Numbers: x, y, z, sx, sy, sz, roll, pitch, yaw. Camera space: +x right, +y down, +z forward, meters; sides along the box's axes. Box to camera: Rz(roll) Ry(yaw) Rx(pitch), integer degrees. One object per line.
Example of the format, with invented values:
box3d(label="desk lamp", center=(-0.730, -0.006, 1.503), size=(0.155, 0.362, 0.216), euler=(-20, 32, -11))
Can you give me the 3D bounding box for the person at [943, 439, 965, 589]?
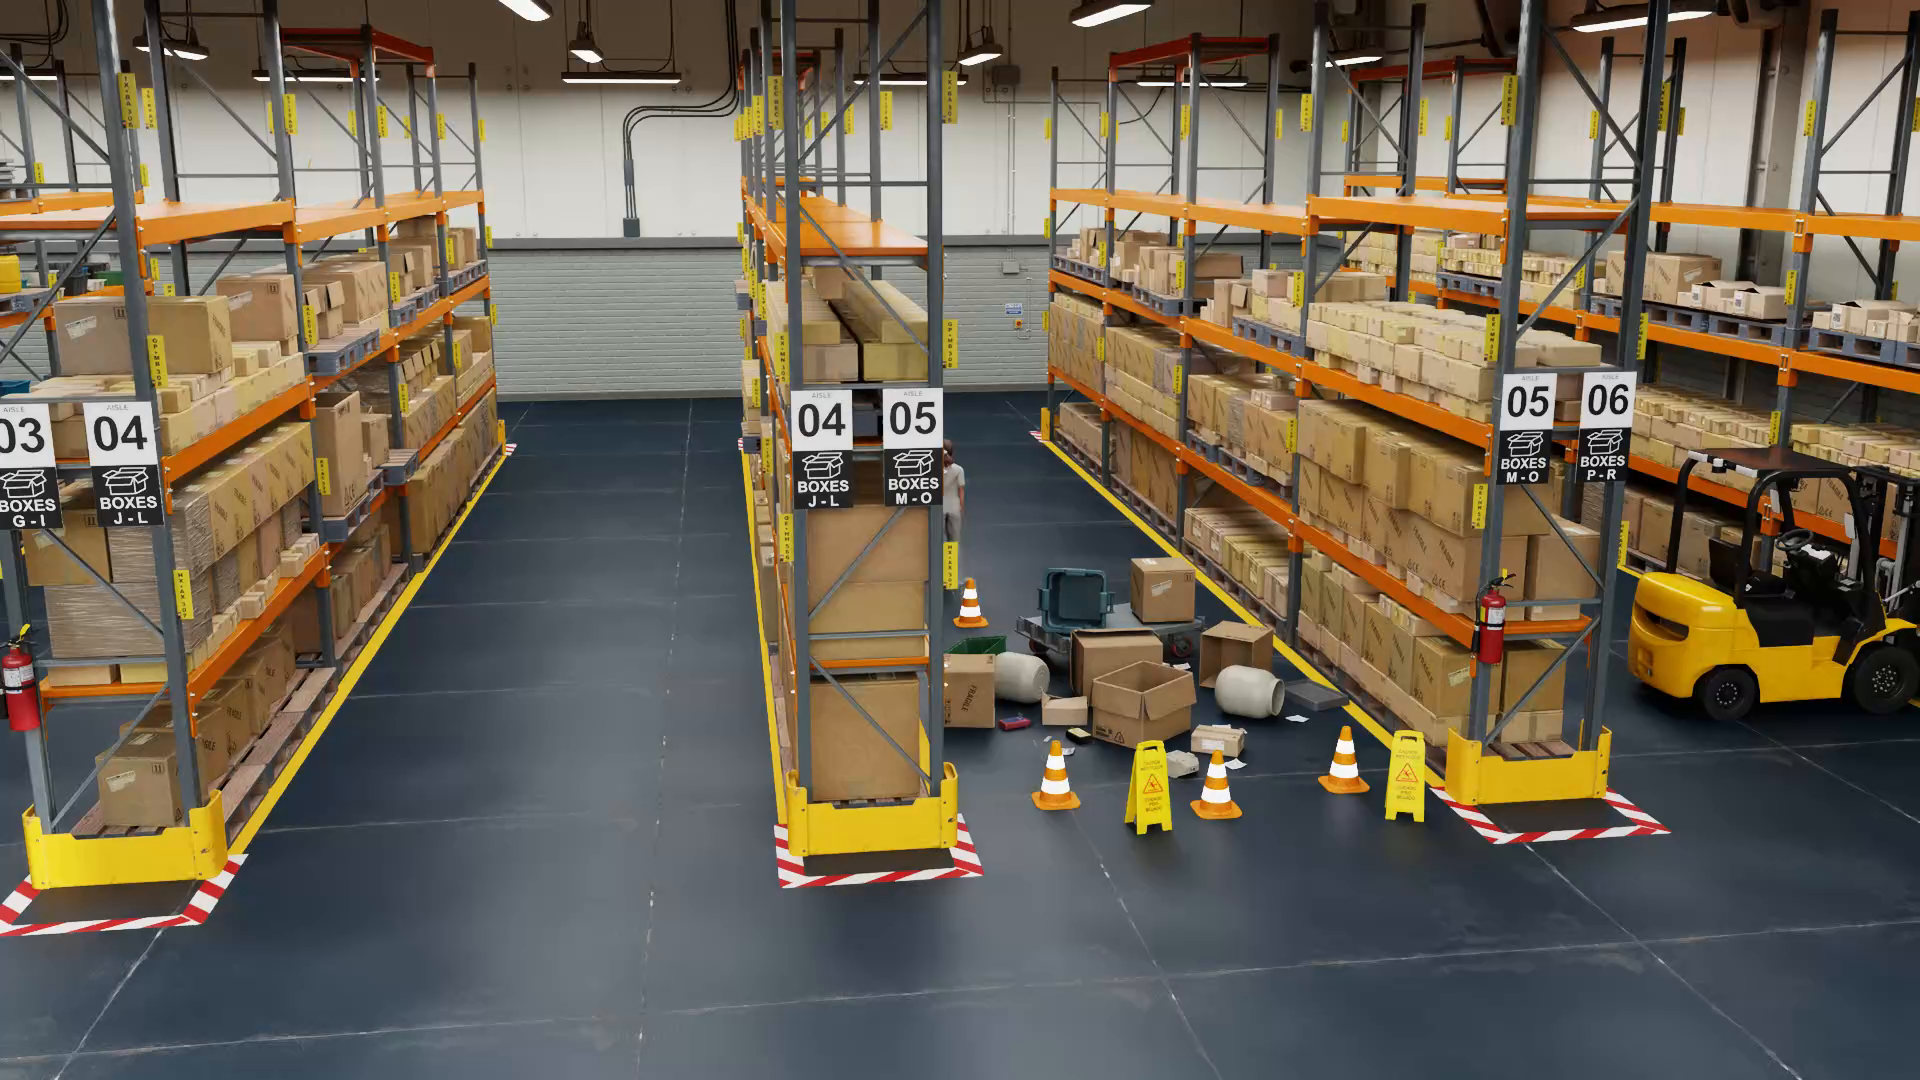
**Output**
box3d(label="person", center=(-0.169, -0.263, 18.206), size=(0.436, 1.703, 0.373), euler=(-2, 13, -8))
